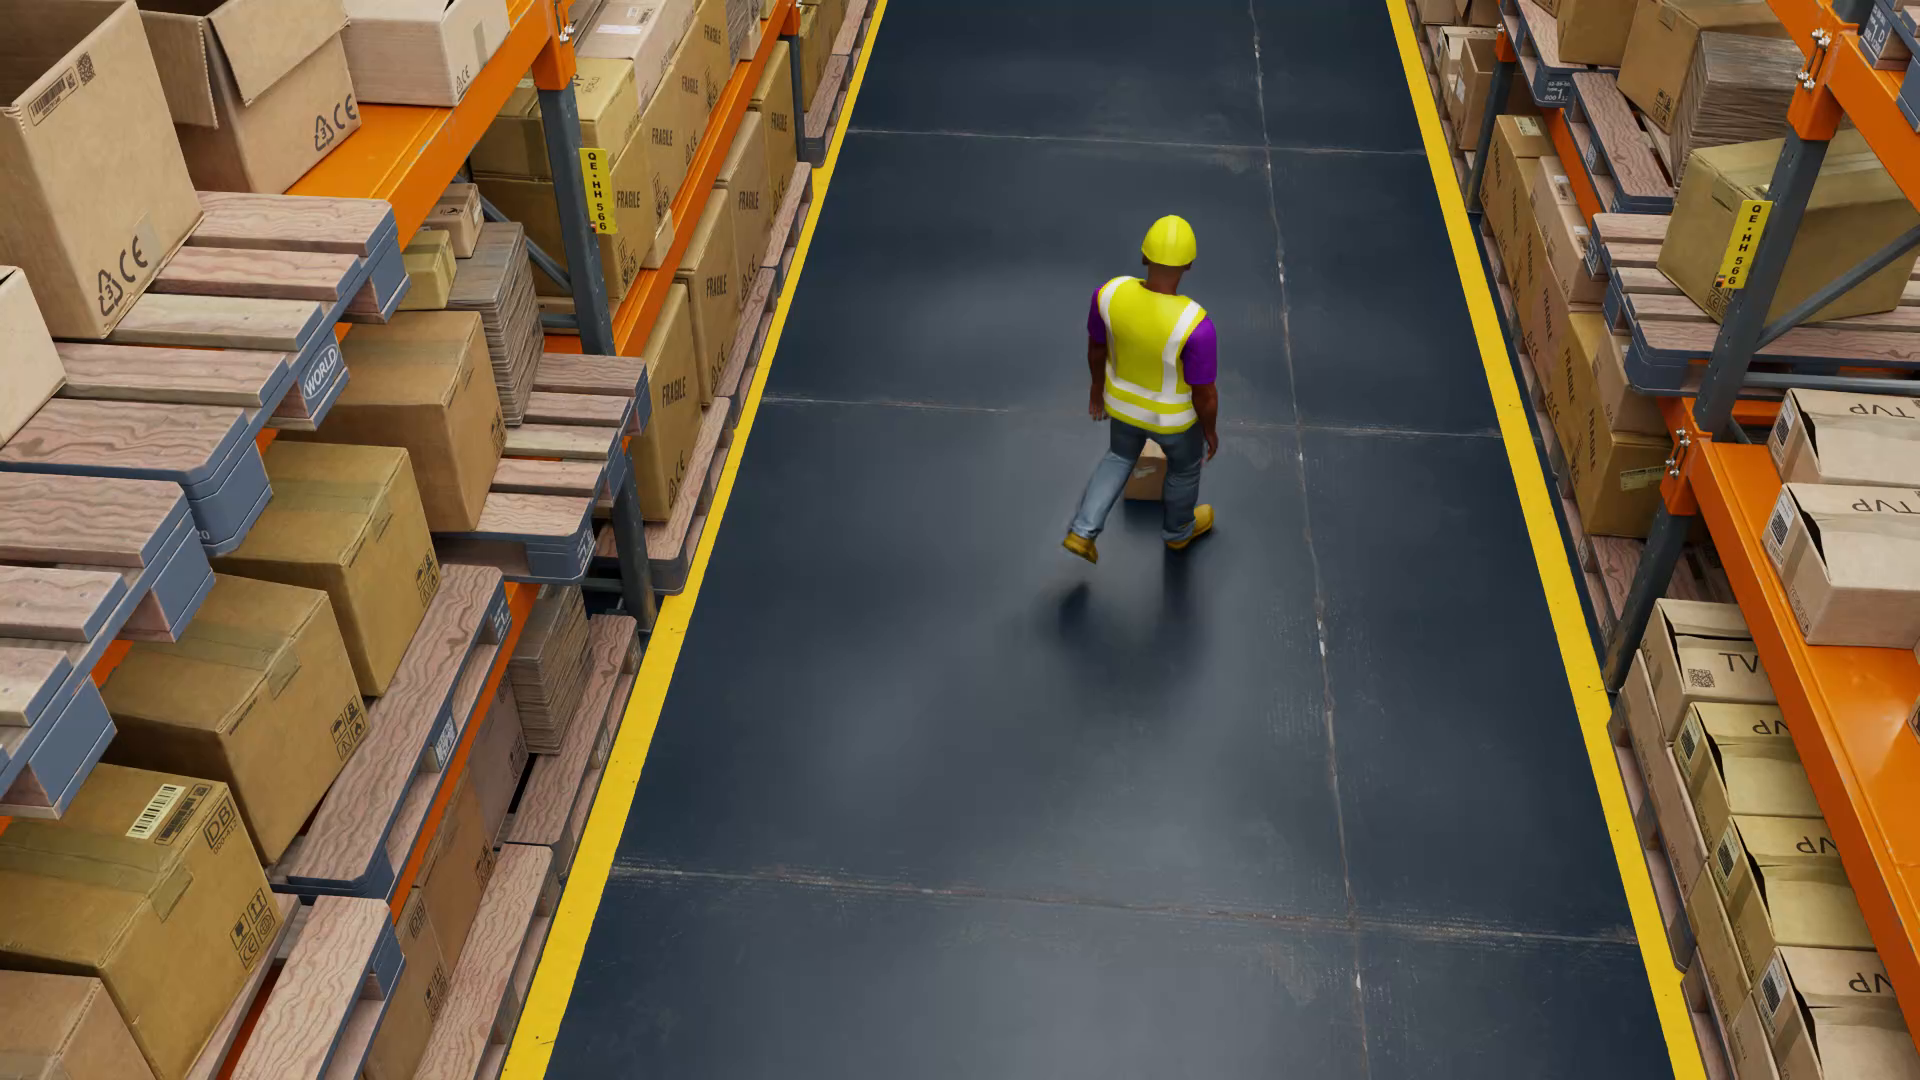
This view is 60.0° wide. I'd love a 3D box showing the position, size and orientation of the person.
[{"bbox_3d":[0.820,-0.586,6.860,0.598,1.738,0.840,24,45,26],"label":"person"}]
